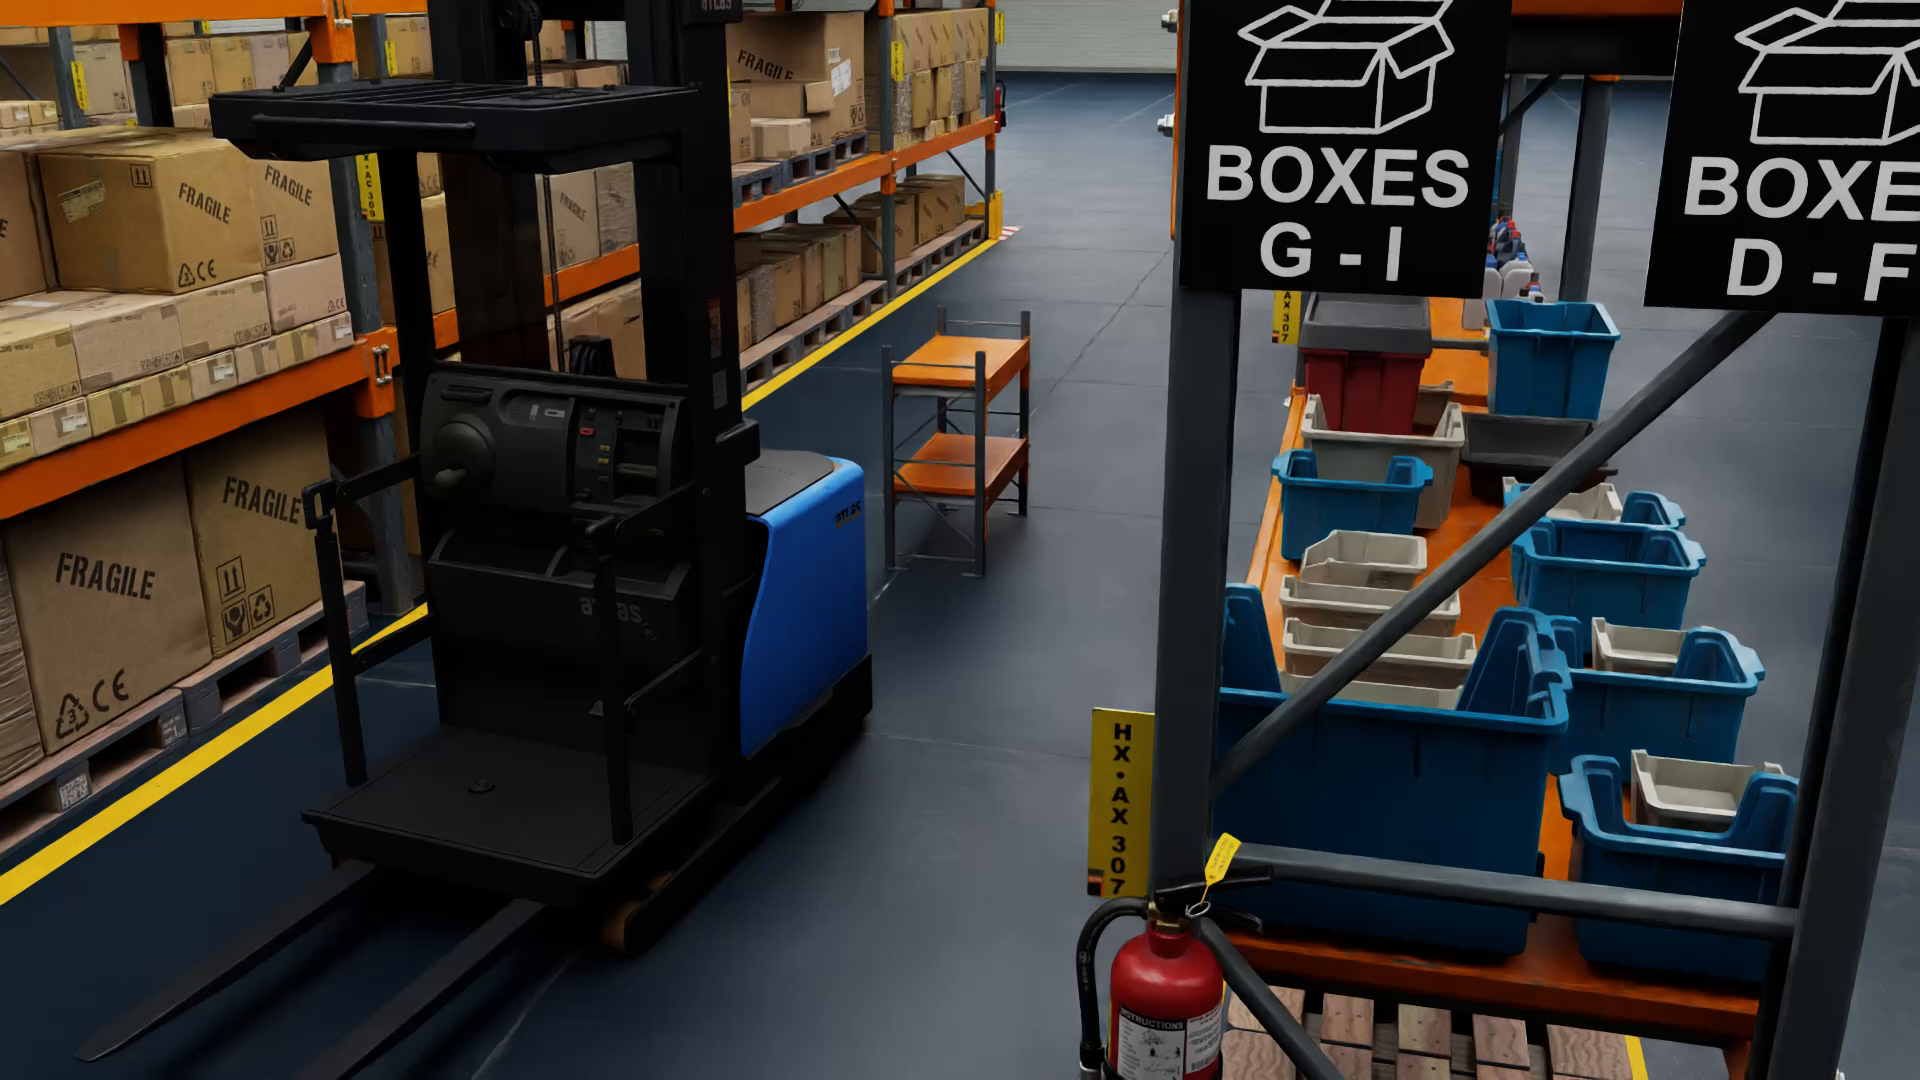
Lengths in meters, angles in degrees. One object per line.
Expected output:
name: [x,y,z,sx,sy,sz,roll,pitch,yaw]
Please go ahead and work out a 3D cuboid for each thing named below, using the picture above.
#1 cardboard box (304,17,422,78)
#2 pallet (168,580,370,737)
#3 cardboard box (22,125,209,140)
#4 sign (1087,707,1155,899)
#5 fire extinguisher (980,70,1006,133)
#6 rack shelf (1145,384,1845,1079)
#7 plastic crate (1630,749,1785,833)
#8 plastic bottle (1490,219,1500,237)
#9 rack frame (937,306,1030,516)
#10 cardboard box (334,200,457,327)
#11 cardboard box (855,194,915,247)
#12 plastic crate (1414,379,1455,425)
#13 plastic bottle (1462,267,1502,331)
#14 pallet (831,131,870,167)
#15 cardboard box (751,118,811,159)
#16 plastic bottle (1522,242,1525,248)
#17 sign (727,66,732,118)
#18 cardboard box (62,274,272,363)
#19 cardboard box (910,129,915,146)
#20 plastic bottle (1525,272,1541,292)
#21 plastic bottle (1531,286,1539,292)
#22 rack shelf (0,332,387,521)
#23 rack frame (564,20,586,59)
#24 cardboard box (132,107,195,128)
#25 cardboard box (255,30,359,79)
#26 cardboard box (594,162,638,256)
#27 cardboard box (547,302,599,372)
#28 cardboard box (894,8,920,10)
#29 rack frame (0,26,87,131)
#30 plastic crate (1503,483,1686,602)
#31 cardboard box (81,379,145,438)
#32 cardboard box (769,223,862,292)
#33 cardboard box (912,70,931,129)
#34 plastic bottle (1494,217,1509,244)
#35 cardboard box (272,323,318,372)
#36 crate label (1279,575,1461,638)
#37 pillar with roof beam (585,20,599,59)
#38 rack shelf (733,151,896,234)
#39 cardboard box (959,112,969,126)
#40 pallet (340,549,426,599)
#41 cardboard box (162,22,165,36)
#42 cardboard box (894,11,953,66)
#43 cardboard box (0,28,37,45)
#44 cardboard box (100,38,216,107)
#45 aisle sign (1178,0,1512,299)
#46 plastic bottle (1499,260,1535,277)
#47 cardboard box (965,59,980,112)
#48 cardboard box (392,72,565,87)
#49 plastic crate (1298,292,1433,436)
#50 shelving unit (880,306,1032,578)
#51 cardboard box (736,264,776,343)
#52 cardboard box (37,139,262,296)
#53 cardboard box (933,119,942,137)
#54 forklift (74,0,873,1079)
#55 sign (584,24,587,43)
cardboard box: [-5.744,-4.741,16.024,0.875,0.550,0.550,5,19,13]
pallet: [-3.299,0.437,7.082,1.003,0.211,1.213,5,19,13]
cardboard box: [-3.402,-1.410,6.786,0.500,0.500,0.500,5,19,13]
sign: [0.251,0.414,2.581,0.100,0.325,0.005,5,19,13]
fire extinguisher: [0.370,-4.839,18.334,0.296,0.674,0.183,5,19,13]
rack shelf: [1.277,0.243,4.447,1.077,0.370,4.000,5,19,13]
plastic crate: [1.327,0.481,2.954,0.250,0.136,0.298,5,19,13]
plastic bottle: [3.012,-1.688,9.297,0.097,0.201,0.097,0,19,0]
rack frame: [0.123,-0.690,8.966,0.500,1.125,0.032,5,19,13]
cardboard box: [-2.682,-1.287,7.659,0.500,0.500,0.500,5,19,14]
cardboard box: [-0.738,-3.141,16.462,0.500,0.500,0.500,3,19,9]
plastic crate: [1.513,-0.493,5.805,0.396,0.136,0.243,5,19,13]
plastic bottle: [2.327,-1.082,7.408,0.152,0.276,0.135,5,19,13]
pallet: [-1.410,-3.304,14.016,1.003,0.211,1.213,5,19,13]
cardboard box: [-1.427,-3.004,12.423,0.500,0.250,0.500,4,19,12]
plastic bottle: [2.701,-1.304,8.045,0.061,0.283,0.133,5,19,13]
sign: [-1.521,-2.874,10.669,0.100,0.325,0.005,5,19,13]
cardboard box: [-3.015,-0.863,6.346,0.500,0.250,0.500,5,20,15]
cardboard box: [-0.631,-3.705,15.283,0.380,0.149,0.250,5,19,13]
plastic bottle: [2.486,-1.028,7.238,0.061,0.283,0.133,5,19,13]
plastic bottle: [2.392,-0.927,6.959,0.097,0.271,0.097,0,19,0]
rack shelf: [-3.526,-0.148,5.592,1.077,0.370,4.000,5,19,13]
rack frame: [-2.060,-2.369,10.982,1.000,3.000,0.127,5,19,13]
cardboard box: [-6.352,-3.118,13.022,0.500,0.500,0.500,4,19,13]
cardboard box: [-5.983,-4.410,15.257,0.700,0.500,0.500,4,19,12]
cardboard box: [-2.191,-1.923,9.522,0.500,0.500,0.500,4,19,12]
cardboard box: [-2.683,-0.791,8.999,1.225,0.875,0.875,4,19,11]
cardboard box: [-0.633,-5.230,17.198,0.500,0.500,0.500,5,19,13]
rack frame: [-6.845,-2.792,12.221,1.000,3.000,0.127,5,19,13]
plastic crate: [1.563,0.023,4.147,0.416,0.233,0.300,5,19,13]
cardboard box: [-3.108,-0.472,5.817,0.380,0.149,0.250,4,19,13]
cardboard box: [-1.254,-2.457,14.427,0.700,0.500,0.500,3,19,9]
cardboard box: [-0.756,-4.101,15.437,0.875,0.500,0.500,5,19,13]
plastic bottle: [2.908,-1.588,8.896,0.097,0.271,0.097,0,19,0]
cardboard box: [-2.857,-0.794,6.760,0.380,0.149,0.250,5,19,14]
crate label: [0.941,0.177,3.842,0.396,0.136,0.243,5,19,13]
pillar with roof beam: [-5.535,-15.924,41.386,9.100,9.000,0.400,5,19,13]
rack shelf: [-1.571,-2.655,12.933,1.077,0.370,4.000,5,19,13]
cardboard box: [-0.124,-4.414,17.358,0.380,0.149,0.250,5,19,13]
pallet: [-2.922,-0.043,8.487,1.003,0.211,1.213,5,19,13]
cardboard box: [-9.759,-5.985,19.406,0.700,0.500,0.500,5,19,14]
cardboard box: [-0.371,-4.876,16.160,0.500,0.500,0.500,5,19,13]
cardboard box: [-10.229,-5.345,17.535,0.700,0.500,0.500,5,19,14]
cardboard box: [-6.480,-3.772,13.389,0.700,0.500,0.500,4,19,13]
aisle sign: [0.487,-0.701,2.077,0.394,0.787,0.004,5,19,13]
plastic bottle: [2.531,-1.143,7.585,0.152,0.276,0.135,5,19,13]
cardboard box: [-0.272,-4.728,17.274,0.875,0.500,0.500,5,19,13]
cardboard box: [-2.574,-2.248,8.922,0.797,0.503,0.637,5,20,15]
plastic crate: [1.304,-0.522,5.385,0.402,0.464,0.583,5,19,13]
shelving unit: [-0.002,-0.530,8.500,0.538,1.125,1.048,5,19,13]
cardboard box: [-1.793,-1.780,12.446,0.700,0.500,0.500,3,19,9]
cardboard box: [-3.017,-1.218,6.224,0.500,0.500,0.500,5,19,14]
cardboard box: [-0.385,-4.018,16.200,0.380,0.149,0.250,5,19,13]
forklift: [-1.363,-0.289,4.999,1.130,2.935,3.031,7,20,21]
sign: [-4.368,-5.912,19.199,0.100,0.325,0.005,5,19,13]
